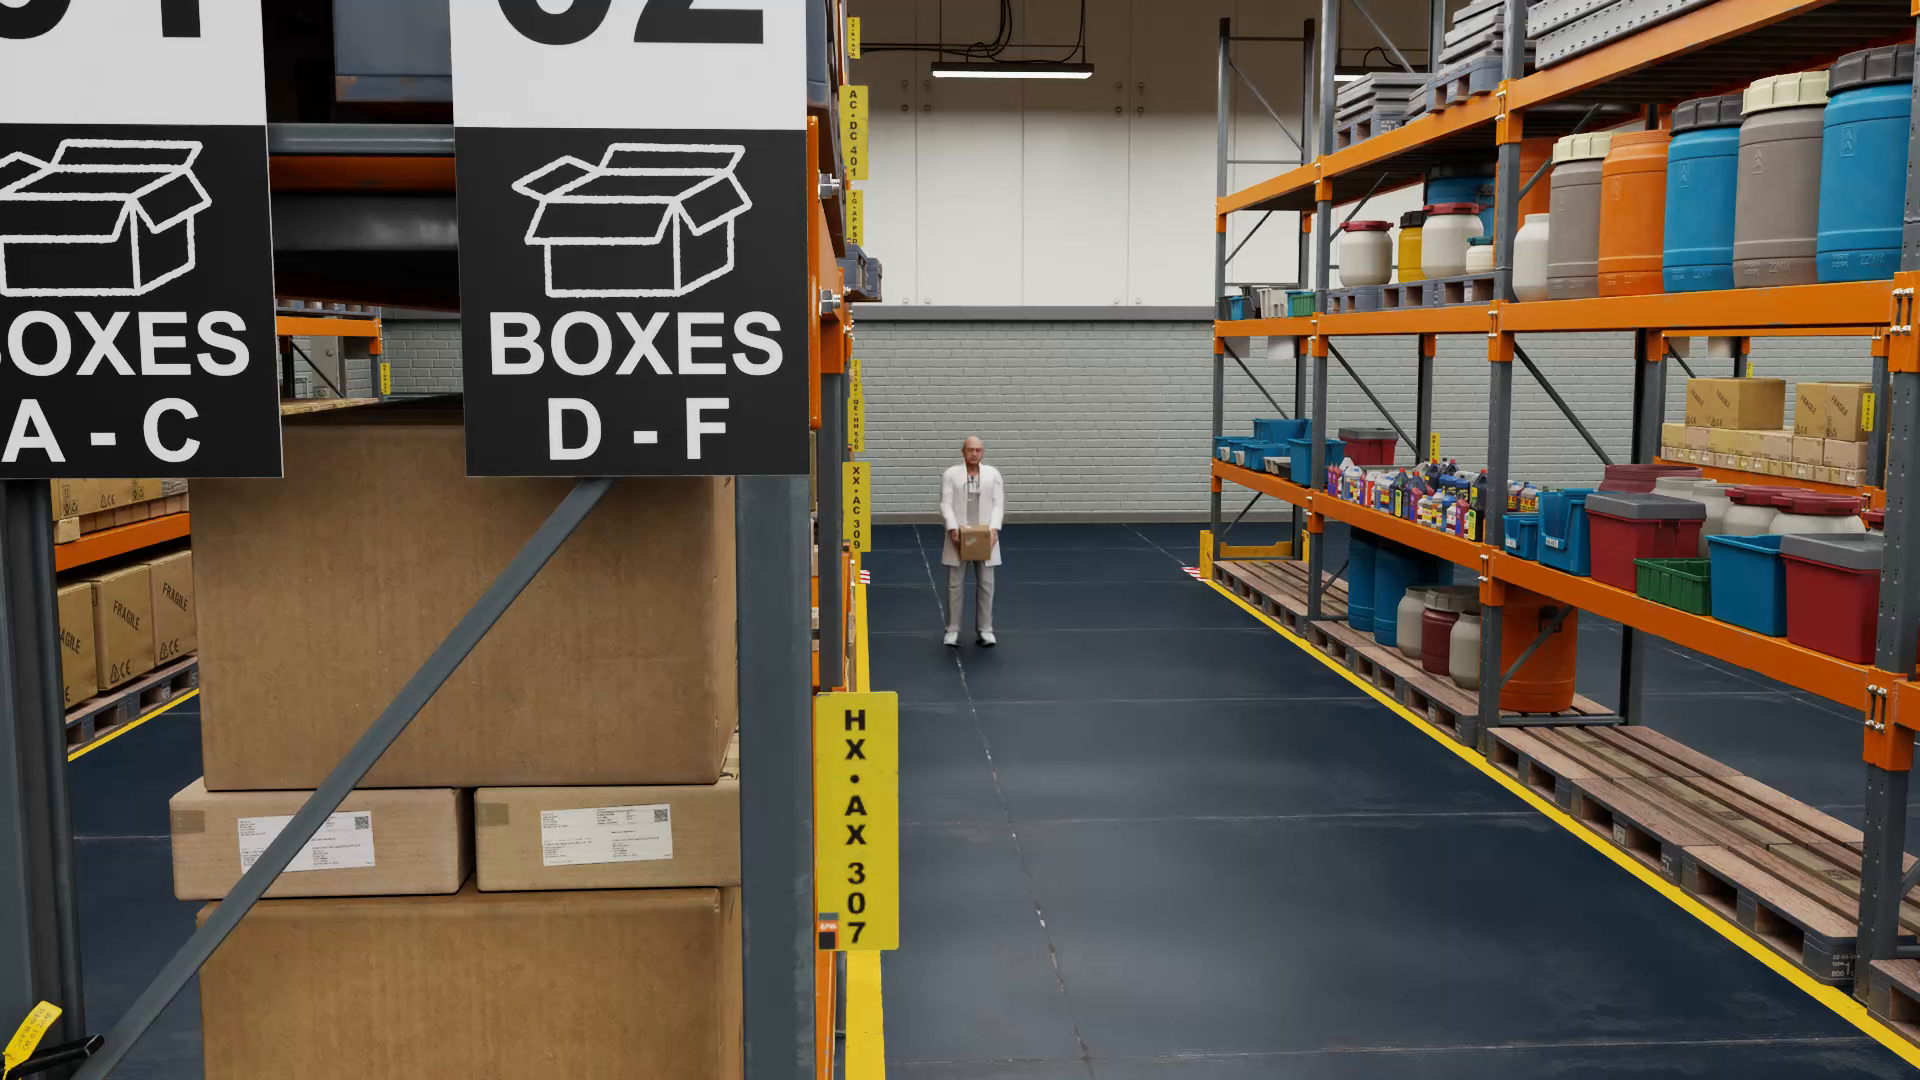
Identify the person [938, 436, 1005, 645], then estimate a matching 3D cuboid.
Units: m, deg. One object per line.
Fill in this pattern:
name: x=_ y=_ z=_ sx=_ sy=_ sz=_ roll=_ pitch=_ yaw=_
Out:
person: x=0.106 y=0.005 z=14.221 sx=0.572 sy=1.782 sz=0.479 roll=-1 pitch=7 yaw=-5
